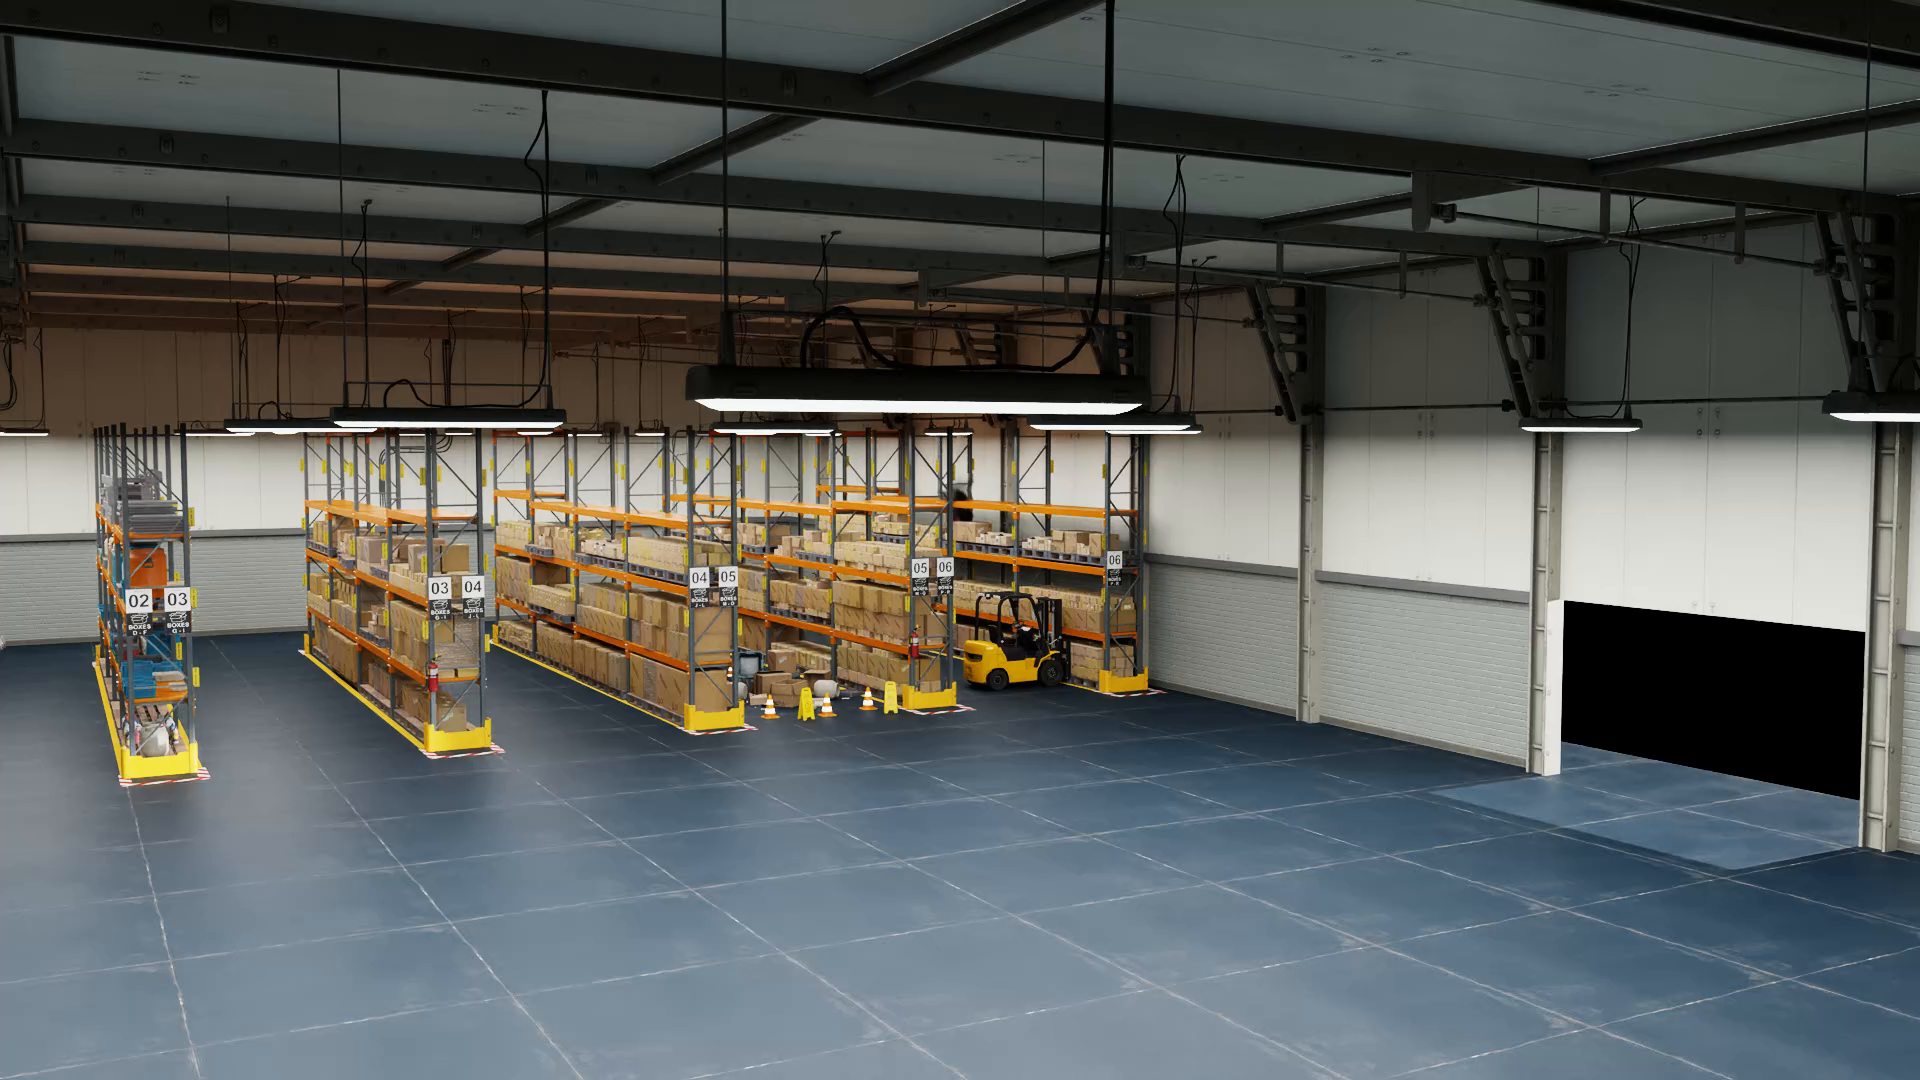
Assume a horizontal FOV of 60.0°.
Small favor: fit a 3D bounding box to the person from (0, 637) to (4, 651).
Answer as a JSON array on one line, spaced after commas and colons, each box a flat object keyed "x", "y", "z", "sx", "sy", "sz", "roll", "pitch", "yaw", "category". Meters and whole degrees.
[{"x": -21.901, "y": 2.670, "z": 37.586, "sx": 0.532, "sy": 1.559, "sz": 0.535, "roll": -3, "pitch": 5, "yaw": -40, "category": "person"}]
